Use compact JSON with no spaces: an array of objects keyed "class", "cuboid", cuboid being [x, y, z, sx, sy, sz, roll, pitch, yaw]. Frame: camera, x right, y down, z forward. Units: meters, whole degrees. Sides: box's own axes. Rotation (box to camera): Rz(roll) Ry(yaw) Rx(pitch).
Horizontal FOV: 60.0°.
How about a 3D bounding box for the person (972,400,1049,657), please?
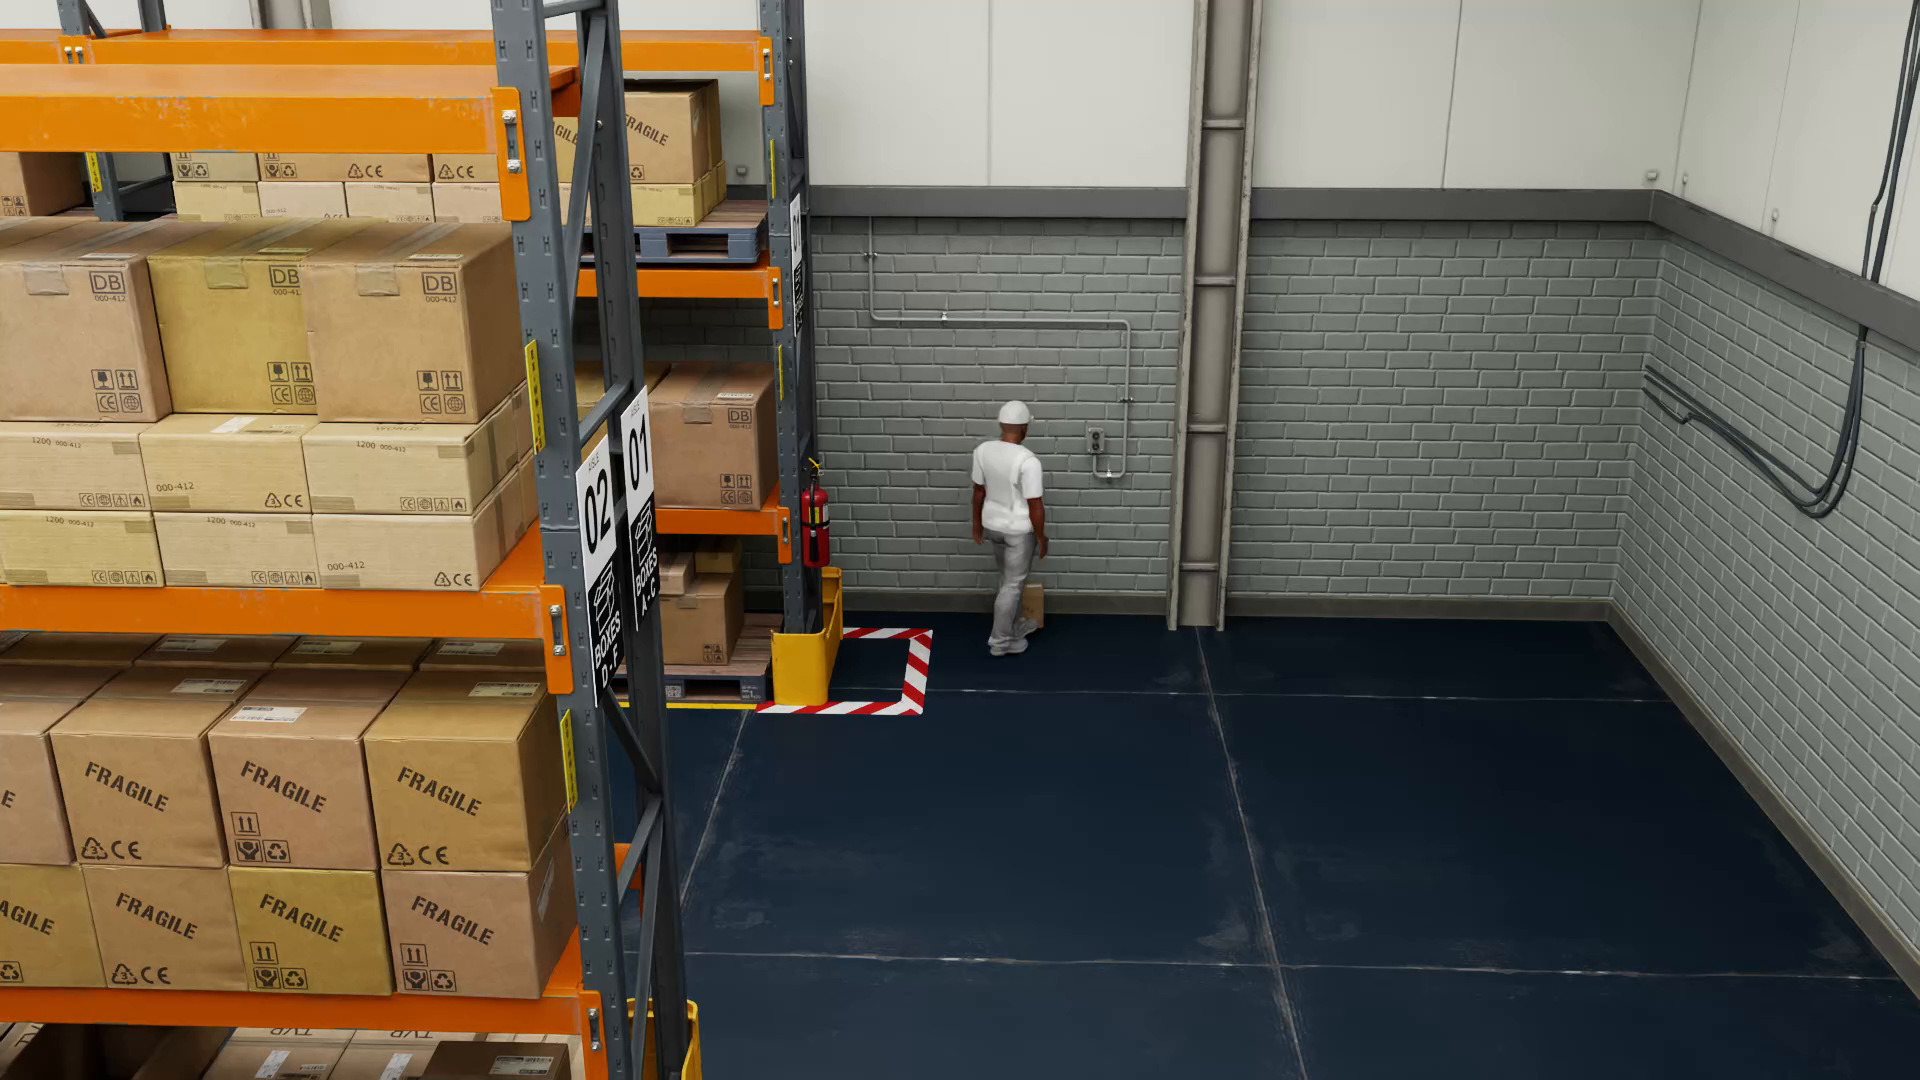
[{"class":"person","cuboid":[0.381,-0.104,11.304,0.585,1.771,0.626,18,27,39]}]
